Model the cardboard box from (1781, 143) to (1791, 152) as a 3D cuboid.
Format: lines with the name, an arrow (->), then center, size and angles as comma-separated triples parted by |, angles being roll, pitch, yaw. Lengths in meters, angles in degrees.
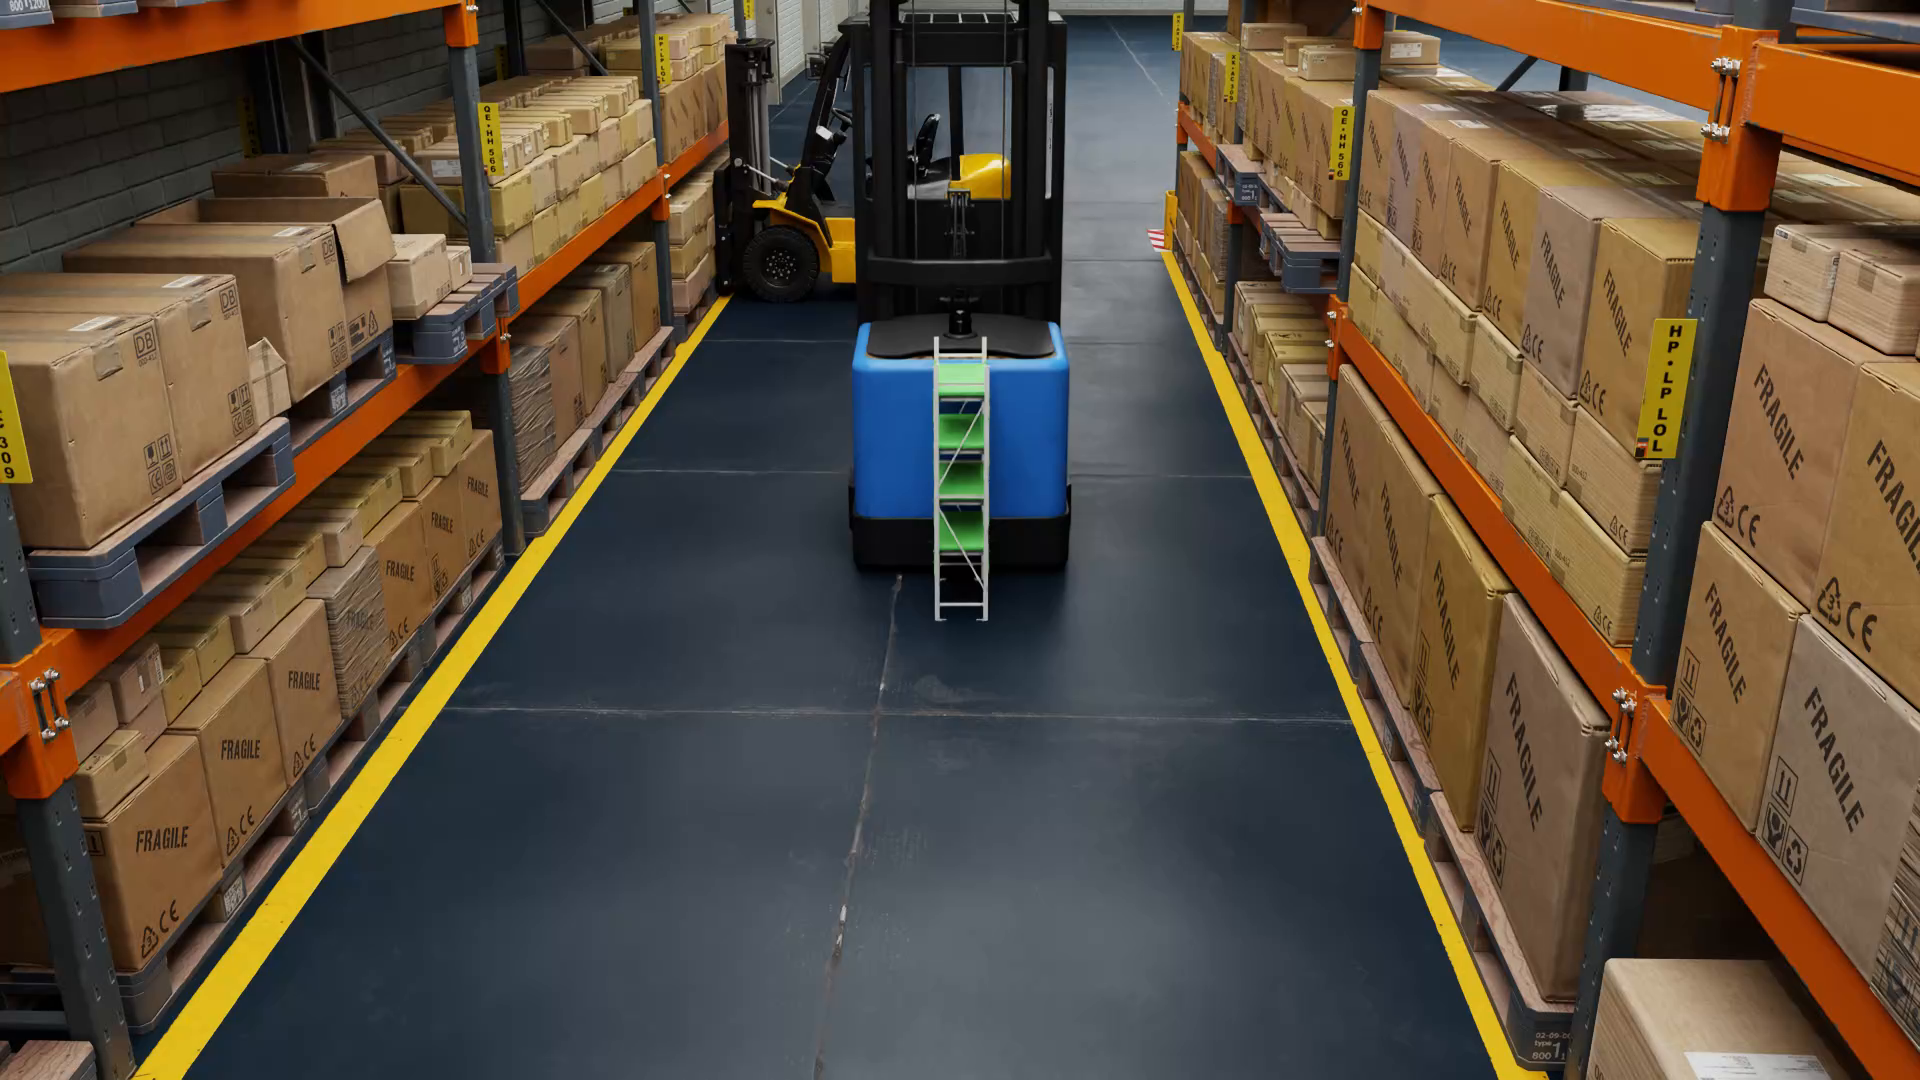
cardboard box -> 7.506, -3.116, 14.769 | 0.875, 0.875, 0.875 | 1, 21, 2

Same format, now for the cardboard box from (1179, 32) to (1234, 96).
cardboard box -> 2.218, -4.191, 14.635 | 0.500, 0.500, 0.500 | 0, 21, 1

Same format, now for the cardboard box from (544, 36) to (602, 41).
cardboard box -> -2.877, -3.665, 12.382 | 0.380, 0.149, 0.250 | 0, 21, 1

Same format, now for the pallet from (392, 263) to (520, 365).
pallet -> -2.645, -1.000, 7.224 | 1.213, 0.211, 1.003 | 1, 21, 2

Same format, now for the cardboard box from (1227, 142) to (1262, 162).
cardboard box -> 2.093, -2.730, 11.767 | 0.380, 0.149, 0.250 | 0, 21, 1

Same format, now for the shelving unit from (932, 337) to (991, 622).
shelving unit -> 0.004, -0.279, 7.588 | 0.258, 1.200, 0.503 | 0, 21, -1

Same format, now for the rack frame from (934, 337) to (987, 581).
rack frame -> 0.002, -0.367, 7.816 | 0.240, 1.200, 0.015 | 0, 21, -1

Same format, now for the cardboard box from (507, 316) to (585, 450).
cardboard box -> -2.650, -0.885, 9.367 | 0.875, 0.625, 0.625 | 1, 21, 3

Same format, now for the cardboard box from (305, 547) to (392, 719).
cardboard box -> -2.529, 0.348, 6.361 | 0.500, 0.500, 0.500 | 0, 21, 0

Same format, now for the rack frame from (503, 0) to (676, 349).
rack frame -> -2.573, -2.781, 11.550 | 1.000, 3.000, 0.127 | 1, 21, 2

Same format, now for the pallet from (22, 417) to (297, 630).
pallet -> -2.683, -0.087, 4.872 | 1.003, 0.211, 1.213 | 1, 21, 2

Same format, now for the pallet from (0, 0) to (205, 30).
pallet -> -2.727, -1.435, 4.193 | 1.213, 0.211, 1.003 | 1, 21, 2

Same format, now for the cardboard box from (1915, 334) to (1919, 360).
cardboard box -> 1.919, -0.354, 2.876 | 0.380, 0.149, 0.250 | 0, 21, 1

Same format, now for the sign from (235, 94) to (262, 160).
sign -> -3.250, -1.880, 7.626 | 0.100, 0.325, 0.005 | 1, 21, 2

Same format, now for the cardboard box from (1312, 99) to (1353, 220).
cardboard box -> 2.003, -1.830, 7.969 | 0.500, 0.500, 0.500 | 0, 21, 0

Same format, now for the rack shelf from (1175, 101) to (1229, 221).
rack shelf -> 2.449, -3.116, 13.407 | 1.077, 0.370, 4.000 | 1, 21, 2

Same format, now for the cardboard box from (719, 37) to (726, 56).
cardboard box -> -2.229, -4.262, 14.332 | 0.380, 0.149, 0.250 | 1, 21, 3

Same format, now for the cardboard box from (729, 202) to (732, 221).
cardboard box -> -2.175, -2.827, 14.198 | 0.500, 0.250, 0.500 | 0, 21, 0

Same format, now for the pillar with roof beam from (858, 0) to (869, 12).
pillar with roof beam -> 1.842, -17.582, 41.403 | 9.100, 9.000, 0.400 | 1, 21, 2

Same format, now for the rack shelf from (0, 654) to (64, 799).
rack shelf -> -2.877, 1.170, 2.362 | 1.077, 0.370, 4.000 | 1, 21, 2

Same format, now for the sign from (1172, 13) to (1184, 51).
sign -> 1.968, -4.584, 14.999 | 0.100, 0.325, 0.005 | 1, 21, 2

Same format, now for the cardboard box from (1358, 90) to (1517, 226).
cardboard box -> 2.007, -1.619, 7.034 | 0.500, 0.500, 0.500 | 0, 21, 0

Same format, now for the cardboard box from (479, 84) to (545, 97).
cardboard box -> -2.867, -2.819, 10.612 | 0.380, 0.149, 0.250 | 1, 21, 1

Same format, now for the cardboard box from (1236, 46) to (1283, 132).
cardboard box -> 2.087, -2.943, 10.837 | 0.500, 0.500, 0.500 | 1, 21, 3

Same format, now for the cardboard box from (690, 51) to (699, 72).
cardboard box -> -2.233, -3.705, 12.896 | 0.380, 0.149, 0.250 | 0, 21, 0

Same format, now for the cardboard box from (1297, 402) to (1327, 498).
cardboard box -> 2.294, -0.457, 8.611 | 0.950, 0.372, 0.625 | -1, 21, -2

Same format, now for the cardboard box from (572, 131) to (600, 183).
cardboard box -> -2.397, -2.211, 9.597 | 0.500, 0.250, 0.500 | 1, 21, 2

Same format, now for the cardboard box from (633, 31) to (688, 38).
cardboard box -> -2.307, -3.848, 12.852 | 0.380, 0.149, 0.250 | 1, 21, 1

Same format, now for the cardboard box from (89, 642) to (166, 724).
cardboard box -> -2.580, 0.418, 4.871 | 0.380, 0.149, 0.250 | 0, 21, -1

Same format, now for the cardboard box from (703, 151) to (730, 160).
cardboard box -> -2.163, -3.253, 14.604 | 0.500, 0.250, 0.500 | 1, 21, 3

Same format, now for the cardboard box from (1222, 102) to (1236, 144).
cardboard box -> 2.153, -3.077, 11.762 | 0.500, 0.500, 0.500 | 0, 21, 0

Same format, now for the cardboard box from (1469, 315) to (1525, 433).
cardboard box -> 1.933, -0.529, 5.262 | 0.500, 0.250, 0.500 | 1, 21, 3

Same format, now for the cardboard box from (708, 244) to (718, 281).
cardboard box -> -2.227, -2.236, 13.366 | 0.500, 0.250, 0.500 | 1, 21, 3

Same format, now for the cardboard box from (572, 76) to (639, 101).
cardboard box -> -2.362, -3.004, 11.090 | 0.380, 0.149, 0.250 | 1, 21, 3

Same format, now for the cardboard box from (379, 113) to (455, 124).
cardboard box -> -2.975, -2.267, 9.190 | 0.380, 0.149, 0.250 | 0, 21, 1

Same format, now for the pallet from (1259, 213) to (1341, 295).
pallet -> 2.182, -1.451, 8.387 | 1.213, 0.211, 1.003 | 1, 21, 2

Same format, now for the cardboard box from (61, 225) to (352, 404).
cardboard box -> -2.539, -0.775, 5.660 | 0.700, 0.500, 0.500 | 1, 21, 1

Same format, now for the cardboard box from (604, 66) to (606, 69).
cardboard box -> -2.861, -3.530, 12.445 | 0.380, 0.149, 0.250 | 1, 21, 2

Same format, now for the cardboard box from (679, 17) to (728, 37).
cardboard box -> -2.209, -4.399, 14.273 | 0.380, 0.149, 0.250 | 1, 21, 3

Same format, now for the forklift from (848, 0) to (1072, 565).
forklift -> -0.010, -1.727, 8.929 | 1.130, 2.935, 3.031 | 0, 21, -1

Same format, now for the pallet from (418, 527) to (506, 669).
pallet -> -2.755, 0.235, 7.633 | 1.003, 0.211, 1.213 | 1, 21, 2

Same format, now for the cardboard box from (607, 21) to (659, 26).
cardboard box -> -2.716, -4.221, 13.816 | 0.380, 0.149, 0.250 | 1, 21, 3

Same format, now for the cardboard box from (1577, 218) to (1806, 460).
cardboard box -> 1.908, -0.513, 4.183 | 0.500, 0.500, 0.500 | 1, 21, 3

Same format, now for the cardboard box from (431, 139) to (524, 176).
cardboard box -> -2.384, -1.893, 8.225 | 0.380, 0.149, 0.250 | 1, 21, 3

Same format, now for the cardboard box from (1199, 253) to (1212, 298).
cardboard box -> 2.144, -2.051, 12.890 | 0.500, 0.250, 0.500 | 0, 21, 0

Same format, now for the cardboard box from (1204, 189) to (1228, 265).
cardboard box -> 2.152, -2.392, 12.732 | 0.500, 0.500, 0.500 | 1, 21, 3

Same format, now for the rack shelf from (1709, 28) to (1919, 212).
rack shelf -> 2.084, -0.175, 1.682 | 1.077, 0.370, 4.000 | 1, 21, 2

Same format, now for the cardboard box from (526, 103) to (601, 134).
cardboard box -> -2.302, -2.445, 9.650 | 0.380, 0.149, 0.250 | 0, 21, 0

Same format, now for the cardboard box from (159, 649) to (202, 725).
cardboard box -> -2.612, 0.458, 5.181 | 0.380, 0.149, 0.250 | 0, 21, -1

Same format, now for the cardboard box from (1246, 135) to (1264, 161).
cardboard box -> 2.039, -2.520, 10.644 | 0.380, 0.149, 0.250 | 1, 21, 3

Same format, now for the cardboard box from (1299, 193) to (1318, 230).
cardboard box -> 1.940, -1.671, 8.455 | 0.380, 0.149, 0.250 | 0, 21, 1

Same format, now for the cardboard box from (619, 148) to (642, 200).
cardboard box -> -2.337, -2.344, 10.632 | 0.500, 0.250, 0.500 | 1, 21, 1

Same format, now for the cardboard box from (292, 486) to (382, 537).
cardboard box -> -2.547, -0.108, 6.638 | 0.380, 0.149, 0.250 | 0, 21, 1

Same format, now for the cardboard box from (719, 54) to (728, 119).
cardboard box -> -2.229, -3.906, 14.310 | 0.500, 0.500, 0.500 | 1, 21, 3

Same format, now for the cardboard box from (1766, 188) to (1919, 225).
cardboard box -> 2.434, -0.688, 4.636 | 0.500, 0.500, 0.500 | 1, 21, 1

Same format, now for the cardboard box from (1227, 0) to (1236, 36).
cardboard box -> 2.713, -4.639, 14.406 | 0.700, 0.500, 0.500 | 0, 21, 0

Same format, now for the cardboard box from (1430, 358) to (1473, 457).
cardboard box -> 1.969, -0.484, 5.836 | 0.500, 0.250, 0.500 | 1, 21, 2
